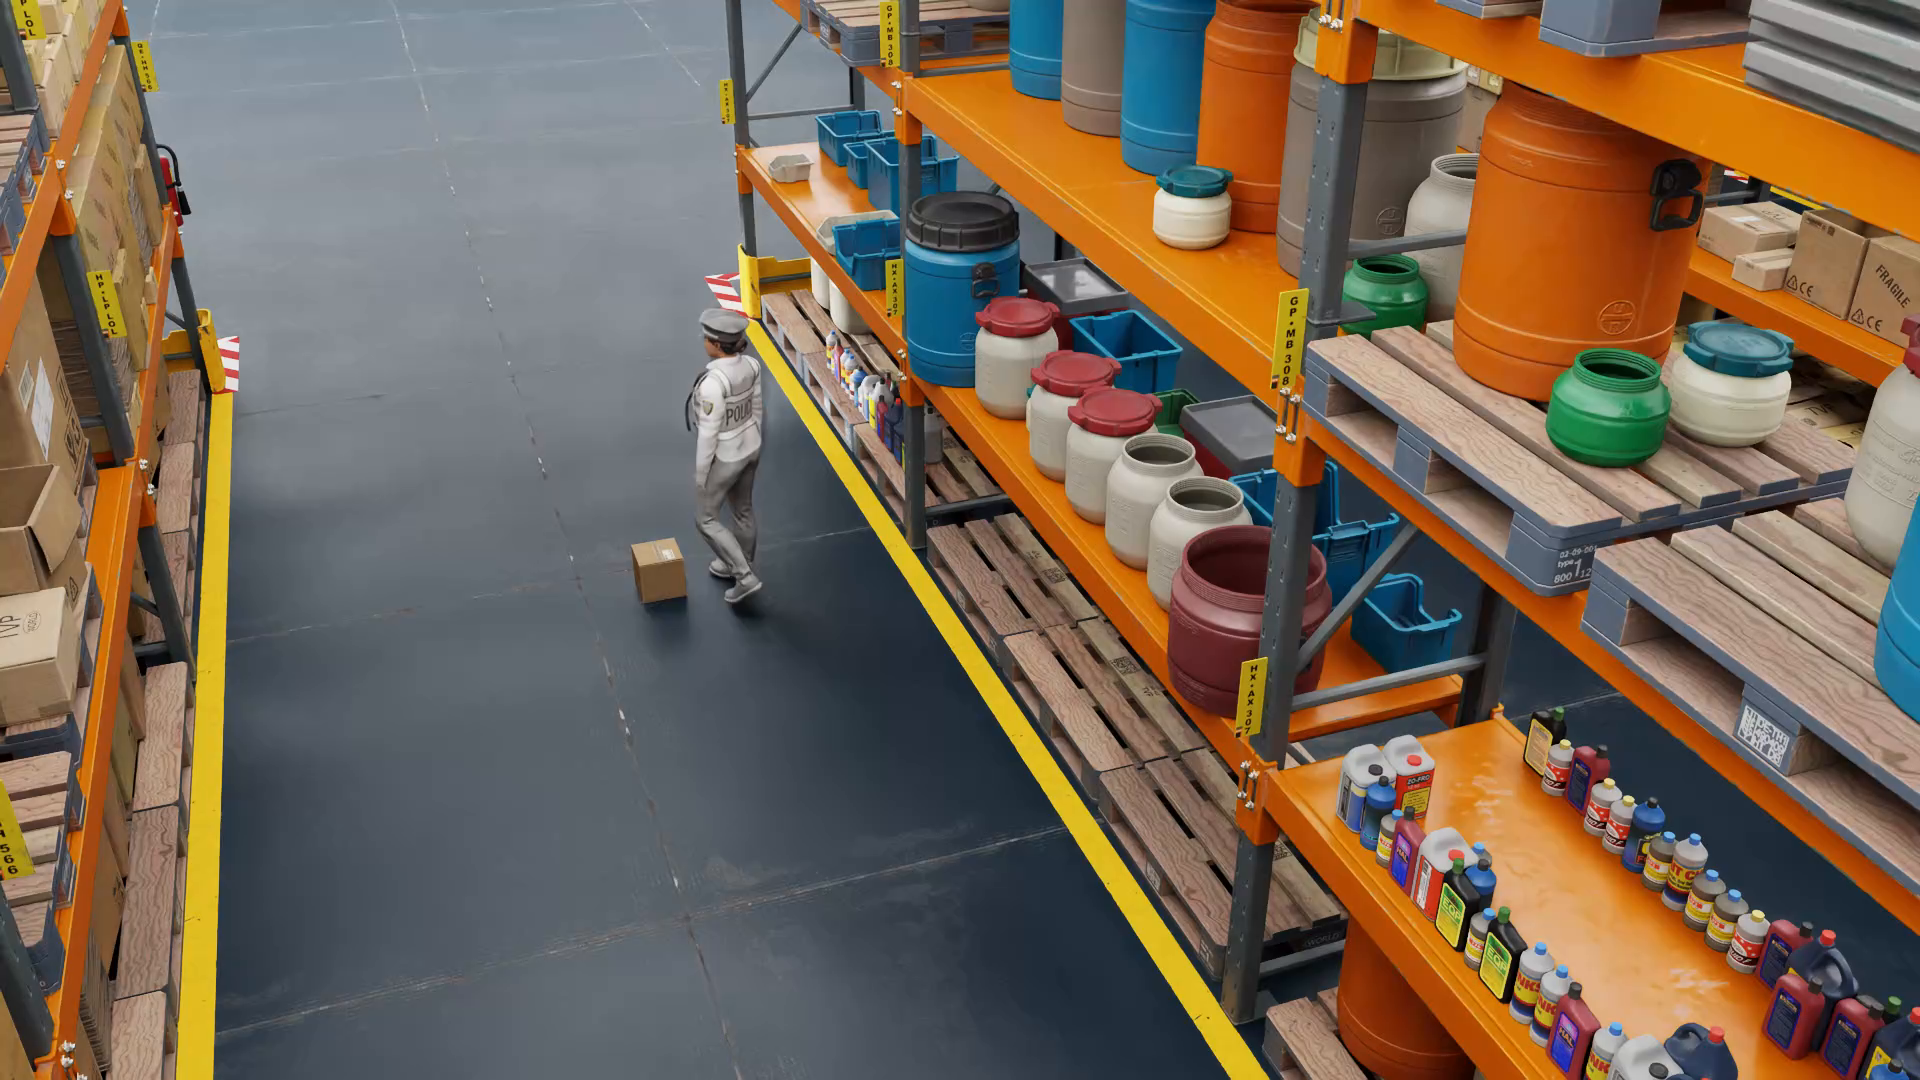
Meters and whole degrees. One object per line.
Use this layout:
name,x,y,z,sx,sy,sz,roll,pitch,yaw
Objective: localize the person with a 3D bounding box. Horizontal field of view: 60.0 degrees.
person,-1.263,-0.456,9.091,0.512,1.674,0.501,15,33,24
